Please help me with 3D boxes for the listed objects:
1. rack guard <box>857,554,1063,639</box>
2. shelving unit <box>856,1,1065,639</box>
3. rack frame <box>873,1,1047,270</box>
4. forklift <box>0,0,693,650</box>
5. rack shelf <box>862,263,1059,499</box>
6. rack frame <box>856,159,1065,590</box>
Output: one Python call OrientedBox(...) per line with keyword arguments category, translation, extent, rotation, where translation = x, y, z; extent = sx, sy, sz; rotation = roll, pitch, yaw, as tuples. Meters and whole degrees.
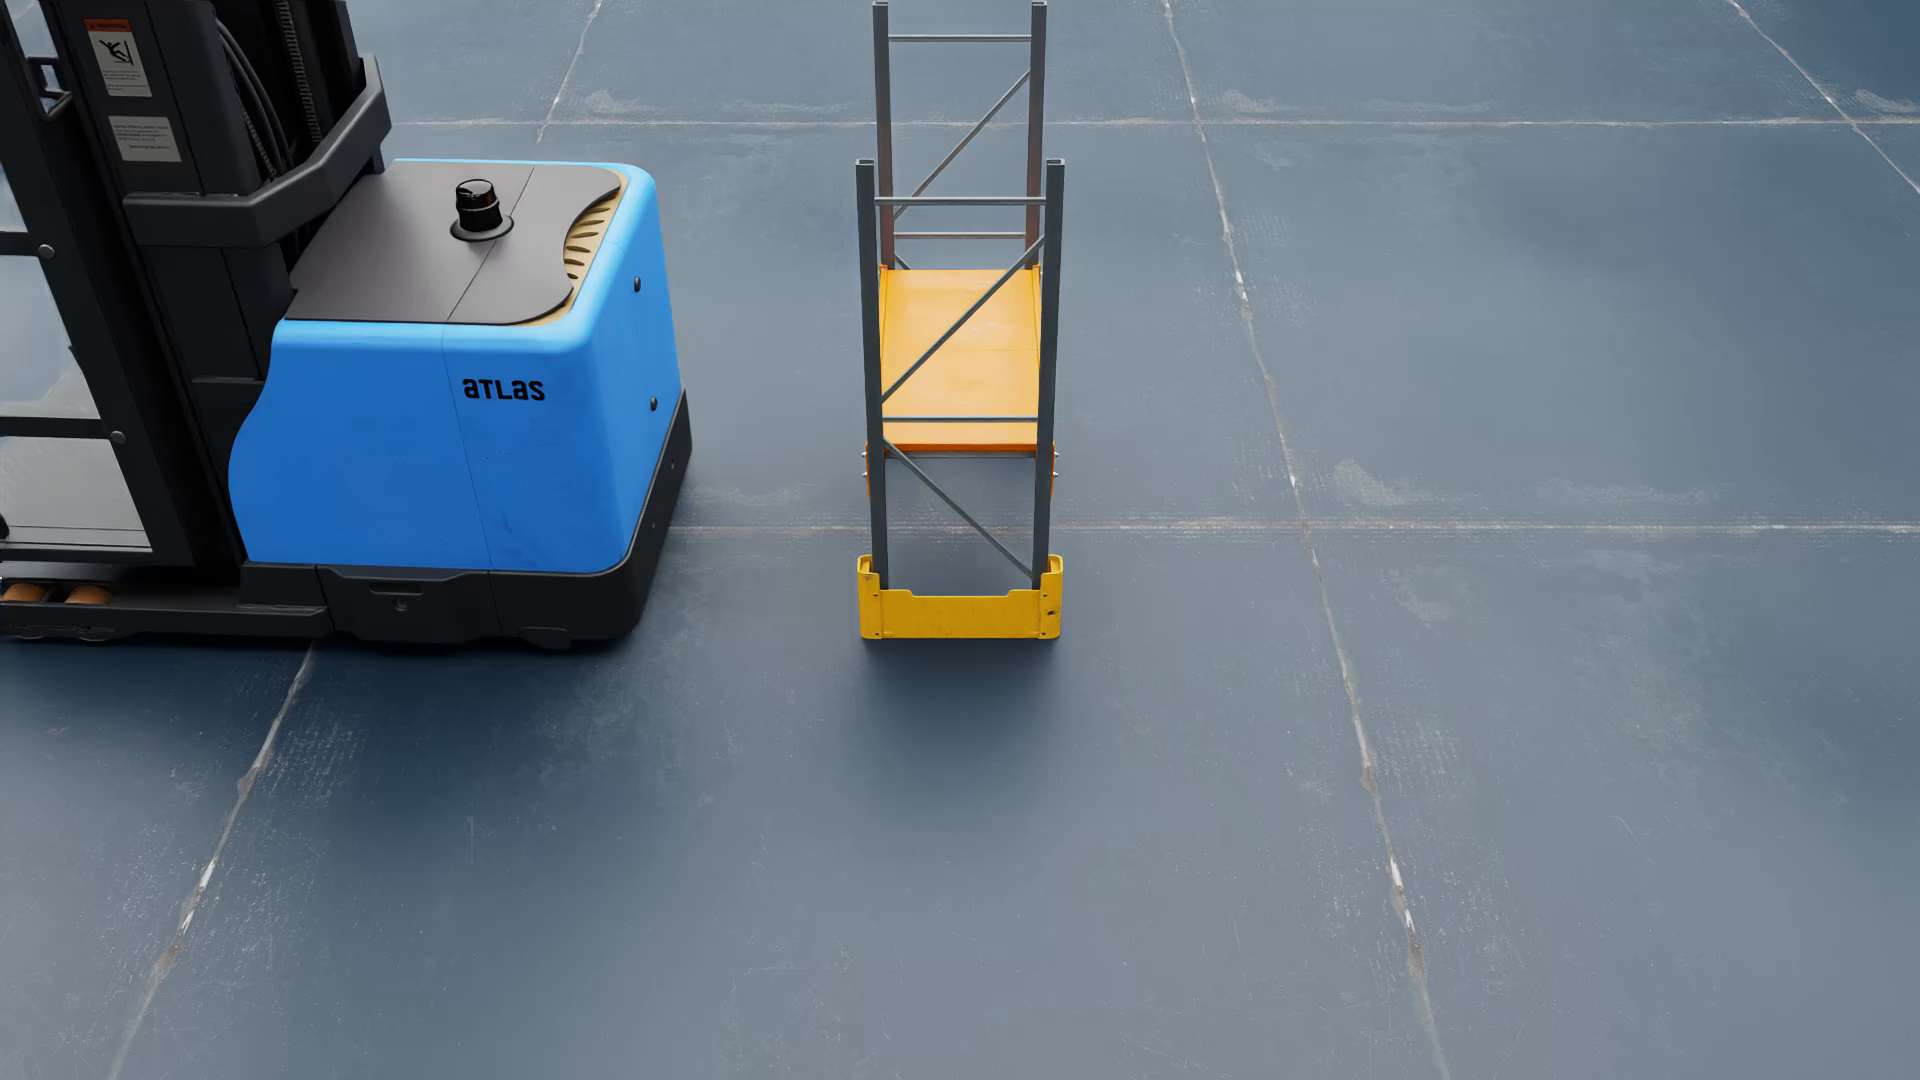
OrientedBox(category="rack guard", translation=(0.000, 0.166, 4.843), extent=(0.587, 0.250, 0.087), rotation=(0, 39, 0))
OrientedBox(category="shelving unit", translation=(0.000, -0.633, 4.840), extent=(0.587, 1.500, 1.083), rotation=(0, 39, 0))
OrientedBox(category="rack frame", translation=(-0.001, -0.956, 5.244), extent=(0.500, 1.500, 0.032), rotation=(0, 39, 0))
OrientedBox(category="forklift", translation=(-2.422, -1.174, 4.371), extent=(3.031, 2.935, 1.130), rotation=(2, 39, 2))
OrientedBox(category="rack shelf", translation=(0.000, -0.498, 4.960), extent=(0.538, 0.185, 1.000), rotation=(0, 39, 0))
OrientedBox(category="rack frame", translation=(0.000, -0.321, 4.451), extent=(0.500, 1.500, 0.032), rotation=(0, 39, 0))
